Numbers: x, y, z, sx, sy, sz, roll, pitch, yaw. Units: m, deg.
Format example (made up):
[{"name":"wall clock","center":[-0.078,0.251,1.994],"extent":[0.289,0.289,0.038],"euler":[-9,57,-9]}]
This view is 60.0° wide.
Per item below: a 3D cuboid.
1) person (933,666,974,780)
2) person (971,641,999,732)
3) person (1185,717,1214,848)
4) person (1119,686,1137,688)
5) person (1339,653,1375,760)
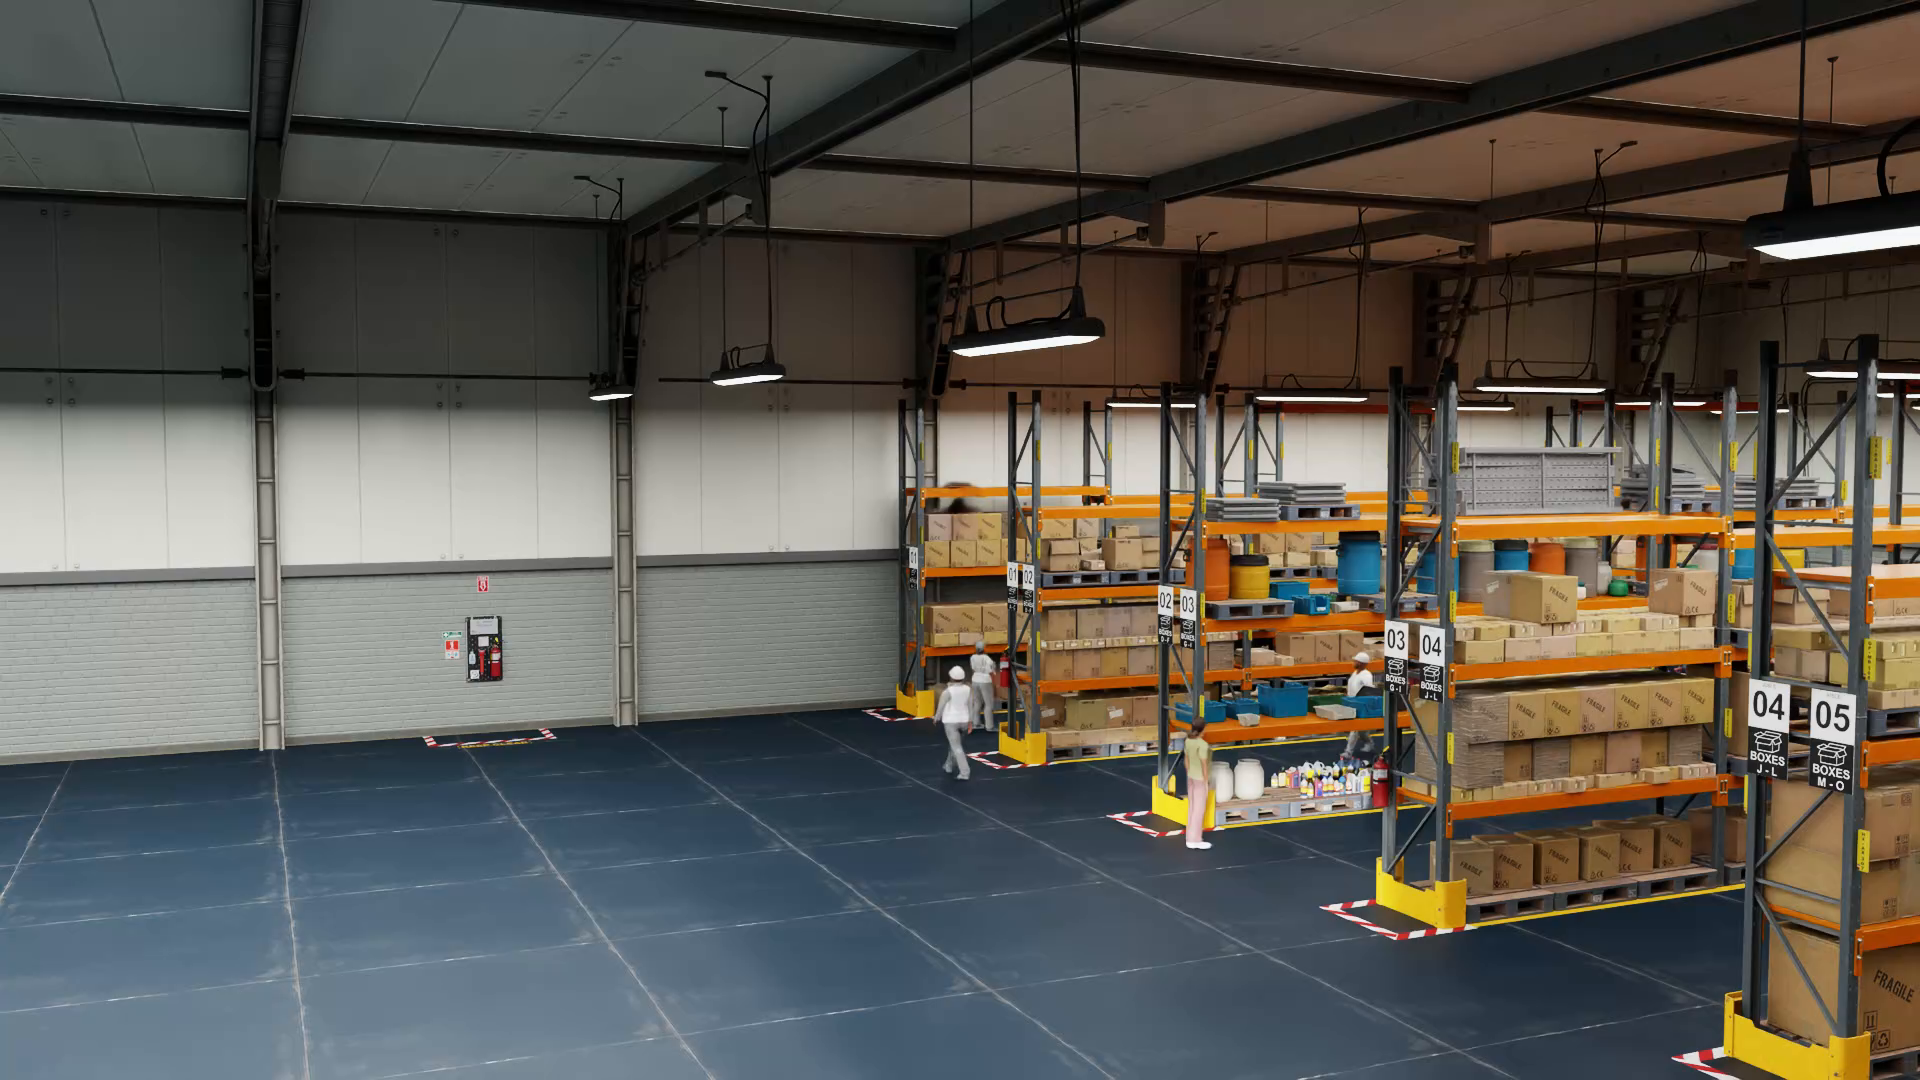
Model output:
[{"name":"person","center":[-0.128,2.780,25.591],"extent":[0.555,1.718,0.978],"euler":[-3,4,-37]},{"name":"person","center":[0.418,2.621,29.820],"extent":[0.465,1.616,0.566],"euler":[-2,4,-35]},{"name":"person","center":[3.037,3.083,21.188],"extent":[0.349,1.677,0.461],"euler":[-1,4,-22]},{"name":"person","center":[2.998,2.588,29.794],"extent":[0.995,1.638,0.433],"euler":[-2,4,-25]},{"name":"person","center":[6.489,2.707,27.264],"extent":[1.010,1.728,0.689],"euler":[-2,4,-35]}]
